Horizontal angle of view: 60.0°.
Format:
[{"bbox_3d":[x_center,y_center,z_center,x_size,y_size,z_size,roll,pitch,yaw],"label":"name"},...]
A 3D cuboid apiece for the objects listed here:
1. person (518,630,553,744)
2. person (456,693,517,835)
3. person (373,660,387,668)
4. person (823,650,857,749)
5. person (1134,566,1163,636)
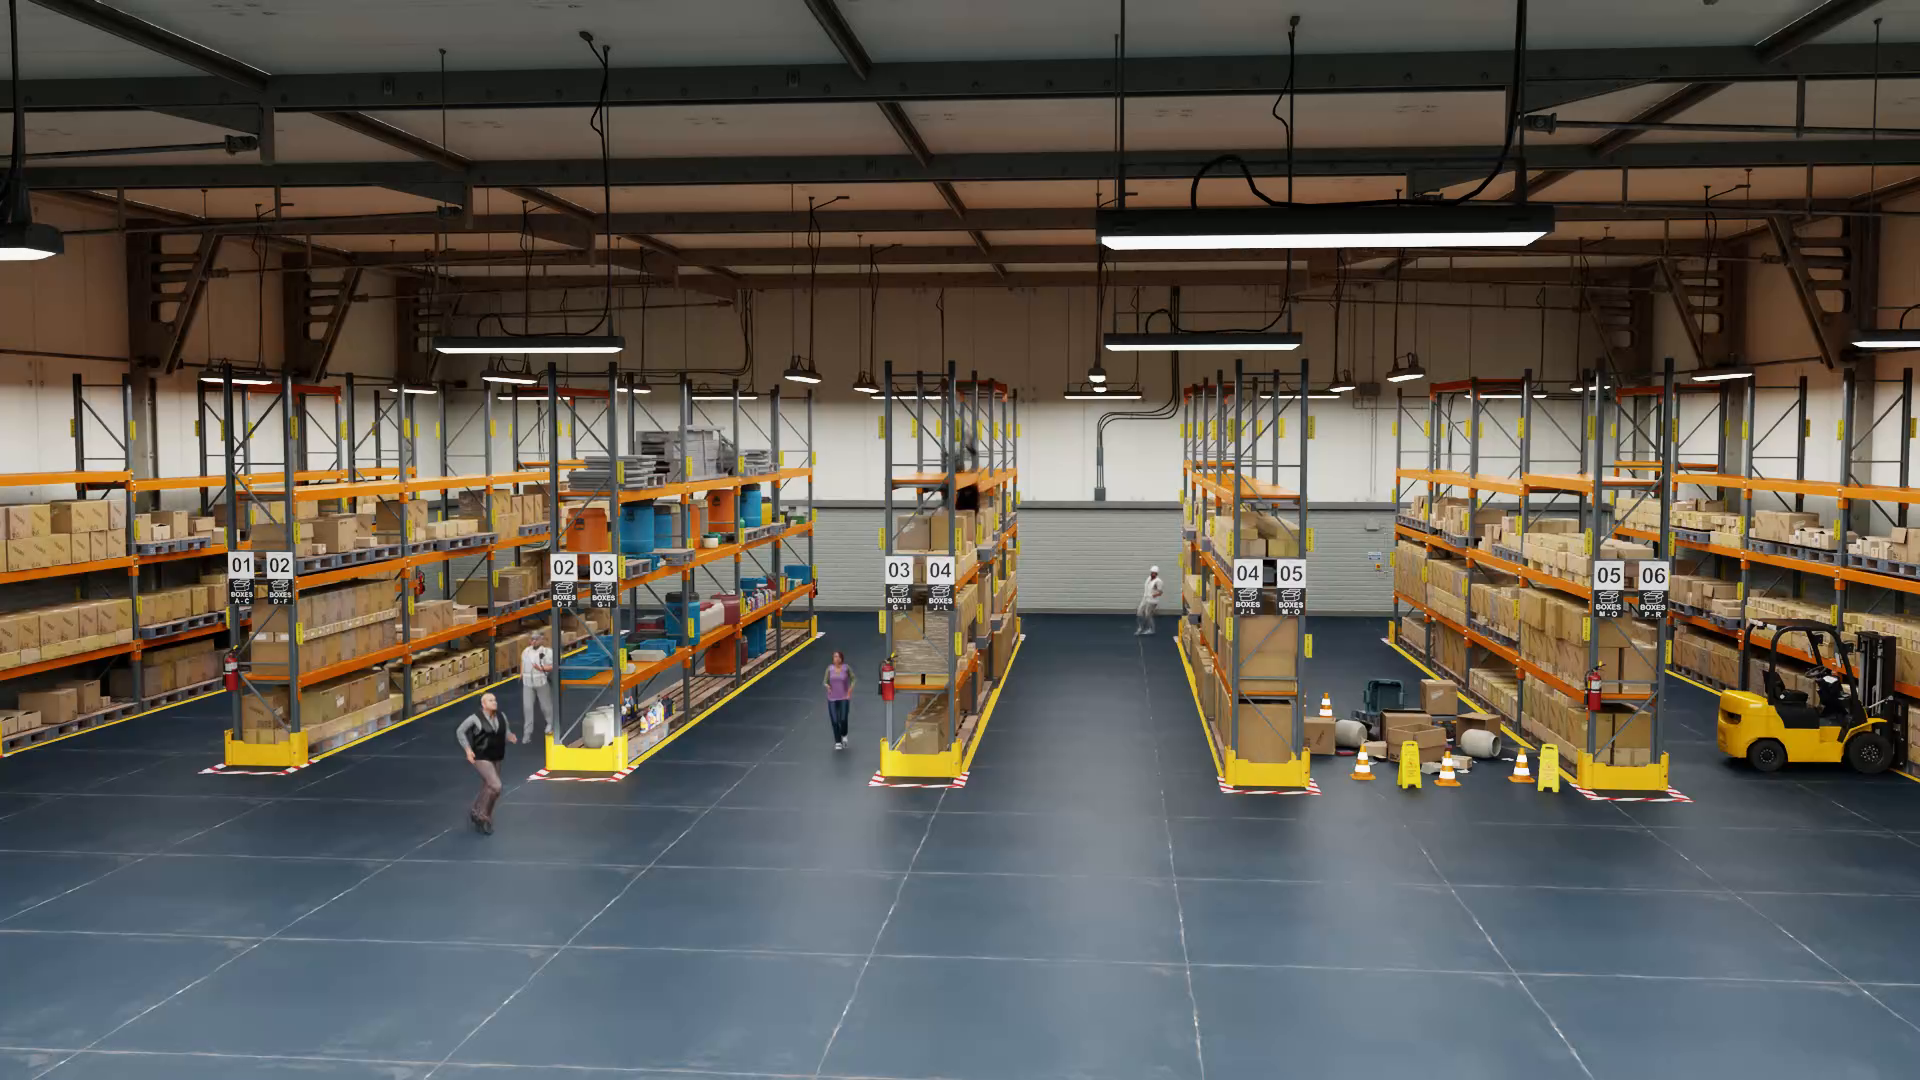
[{"bbox_3d":[-6.831,2.327,26.849,0.662,1.768,0.989,0,4,2],"label":"person"},{"bbox_3d":[-5.877,2.782,20.788,0.756,1.758,0.652,2,4,31],"label":"person"},{"bbox_3d":[-11.264,2.071,32.336,0.593,1.647,0.867,0,4,-2],"label":"person"},{"bbox_3d":[-1.893,2.506,25.955,0.524,1.558,0.537,0,4,2],"label":"person"},{"bbox_3d":[4.639,1.499,40.440,0.561,1.758,0.838,-2,4,-32],"label":"person"}]
